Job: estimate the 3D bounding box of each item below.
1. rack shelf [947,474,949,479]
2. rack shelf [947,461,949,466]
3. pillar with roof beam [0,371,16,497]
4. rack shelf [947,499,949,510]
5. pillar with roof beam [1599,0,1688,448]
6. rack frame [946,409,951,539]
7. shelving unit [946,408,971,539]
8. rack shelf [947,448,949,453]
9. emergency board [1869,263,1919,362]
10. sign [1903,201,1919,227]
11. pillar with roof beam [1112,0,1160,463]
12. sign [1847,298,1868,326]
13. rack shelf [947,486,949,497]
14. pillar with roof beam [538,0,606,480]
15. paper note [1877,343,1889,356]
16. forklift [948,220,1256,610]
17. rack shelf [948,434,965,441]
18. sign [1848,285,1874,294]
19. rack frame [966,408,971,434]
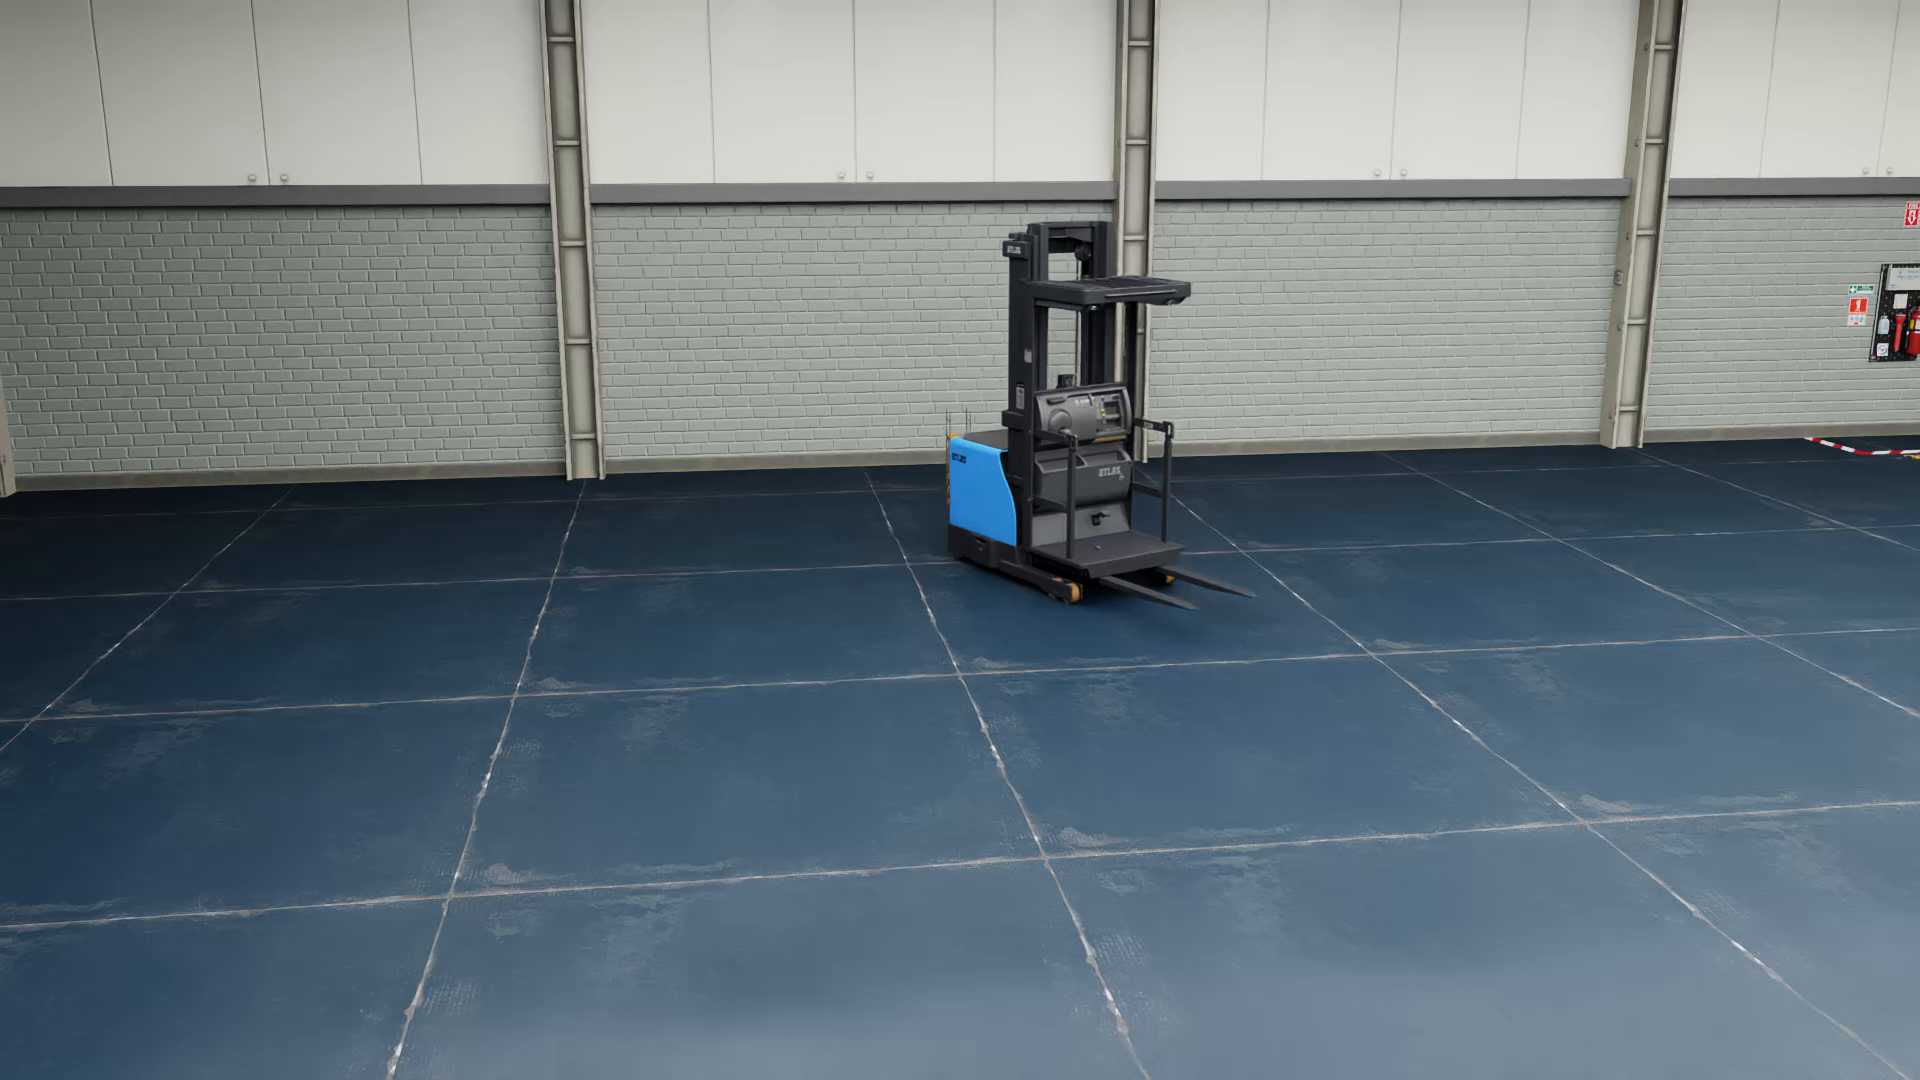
[{"bbox_3d":[-0.014,-0.538,15.113,0.180,0.103,0.258,-2,14,-8],"label":"rack shelf"},{"bbox_3d":[-0.014,-0.655,15.084,0.180,0.103,0.258,-2,14,-8],"label":"rack shelf"},{"bbox_3d":[-9.331,-3.797,11.890,0.400,9.000,9.100,-2,14,-8],"label":"pillar with roof beam"},{"bbox_3d":[-0.014,-0.306,15.171,0.180,0.103,0.258,-2,14,-8],"label":"rack shelf"},{"bbox_3d":[8.468,-4.449,14.491,0.400,9.000,9.100,-2,14,-8],"label":"pillar with roof beam"},{"bbox_3d":[-0.105,-0.578,15.089,0.006,1.200,0.240,-2,14,-8],"label":"rack frame"},{"bbox_3d":[-0.014,-0.581,15.102,0.189,1.200,0.258,-2,14,-8],"label":"shelving unit"},{"bbox_3d":[-0.014,-0.771,15.054,0.180,0.103,0.258,-2,14,-8],"label":"rack shelf"},{"bbox_3d":[11.311,-2.712,19.897,0.643,1.169,0.194,-2,14,-8],"label":"emergency board"},{"bbox_3d":[11.288,-3.860,19.709,0.199,0.298,0.001,-2,14,-8],"label":"sign"},{"bbox_3d":[2.535,-4.232,13.624,0.400,9.000,9.100,-2,14,-8],"label":"pillar with roof beam"},{"bbox_3d":[10.749,-2.734,19.911,0.234,0.329,0.001,-2,14,-8],"label":"sign"},{"bbox_3d":[-0.014,-0.422,15.142,0.180,0.103,0.258,-2,14,-8],"label":"rack shelf"},{"bbox_3d":[-3.398,-4.014,12.757,0.400,9.000,9.100,-2,14,-8],"label":"pillar with roof beam"},{"bbox_3d":[11.125,-2.295,20.044,0.142,0.148,0.016,-2,14,-8],"label":"paper note"},{"bbox_3d":[1.133,-1.046,13.397,1.130,2.935,3.031,-9,17,-33],"label":"forklift"},{"bbox_3d":[-0.014,-0.888,15.025,0.180,0.103,0.258,-2,14,-8],"label":"rack shelf"},{"bbox_3d":[10.754,-2.989,19.839,0.331,0.109,0.001,-2,14,-8],"label":"sign"},{"bbox_3d":[0.076,-0.585,15.115,0.006,1.200,0.240,-2,14,-8],"label":"rack frame"}]
